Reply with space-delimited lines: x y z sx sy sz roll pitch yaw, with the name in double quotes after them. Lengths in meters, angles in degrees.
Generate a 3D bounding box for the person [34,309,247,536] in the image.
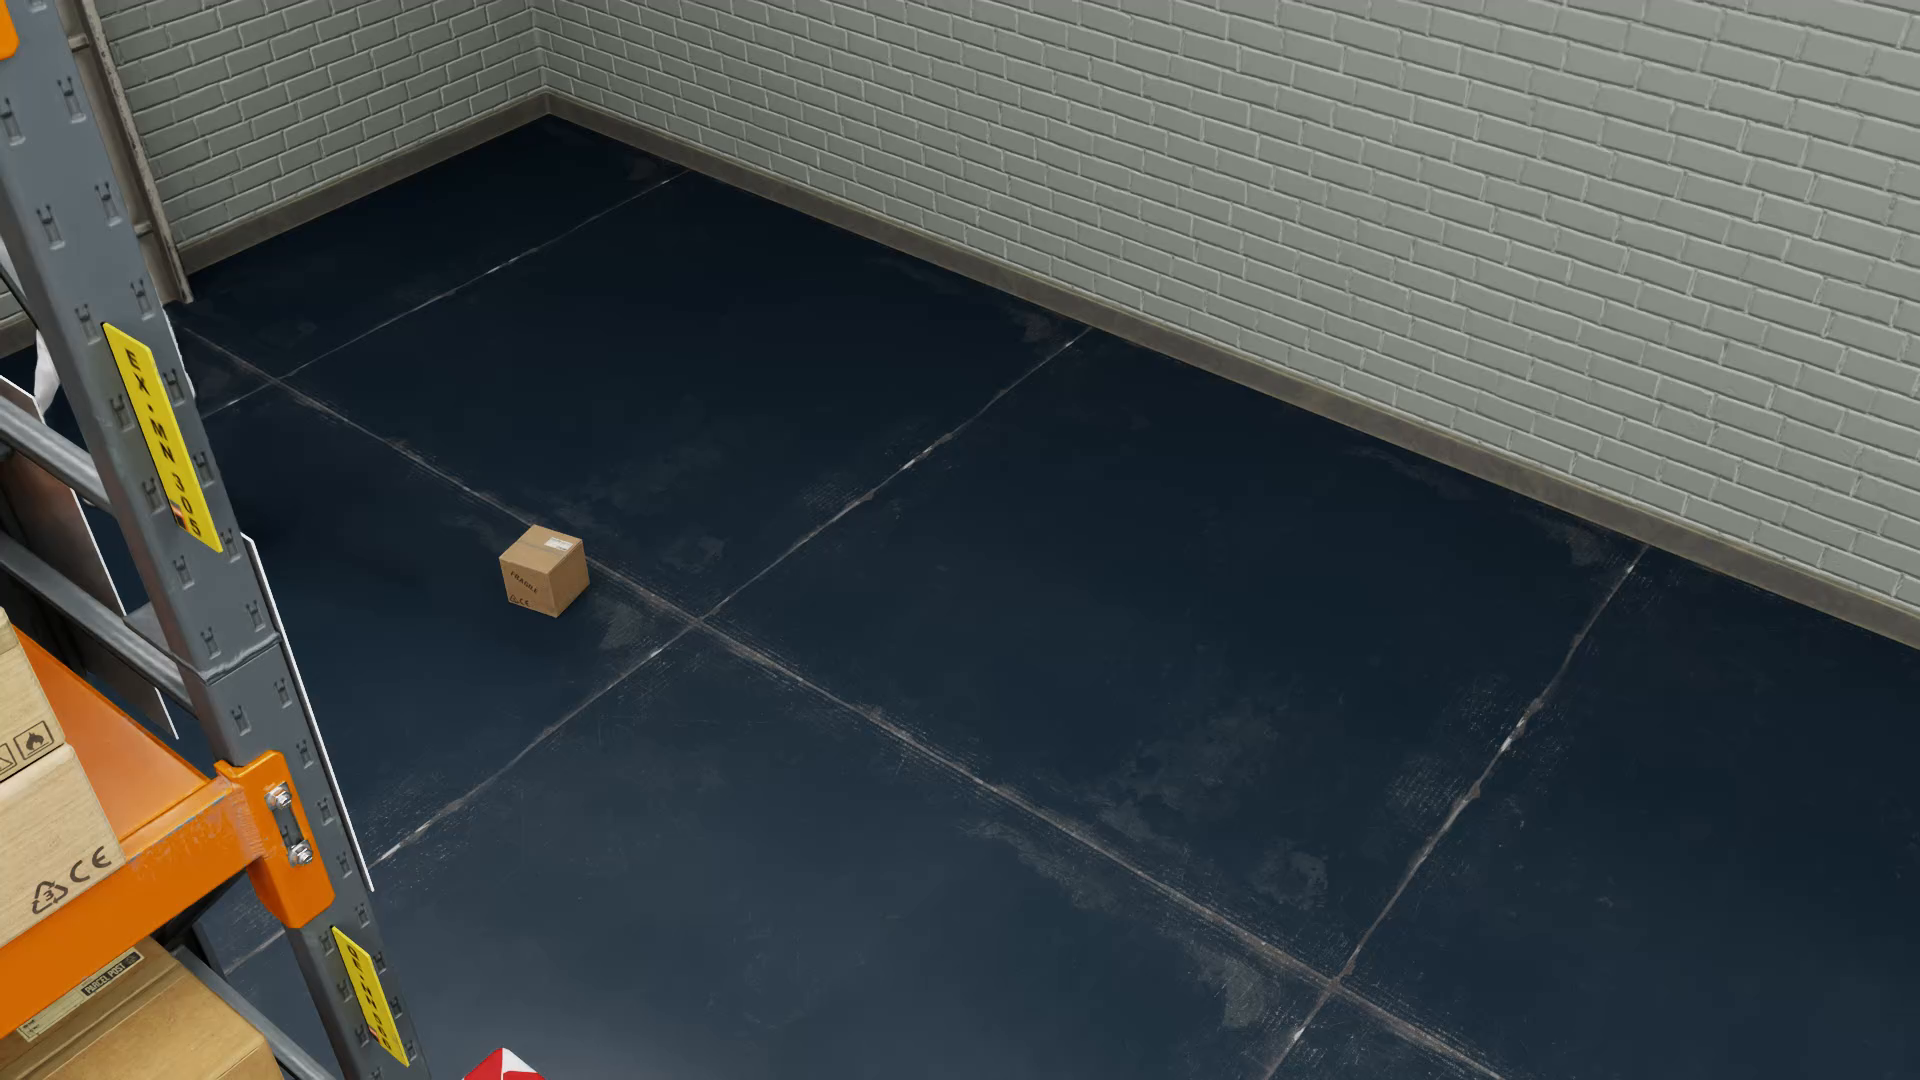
-3.575 -0.668 6.948 1.004 1.623 0.511 12 41 14 "person"
